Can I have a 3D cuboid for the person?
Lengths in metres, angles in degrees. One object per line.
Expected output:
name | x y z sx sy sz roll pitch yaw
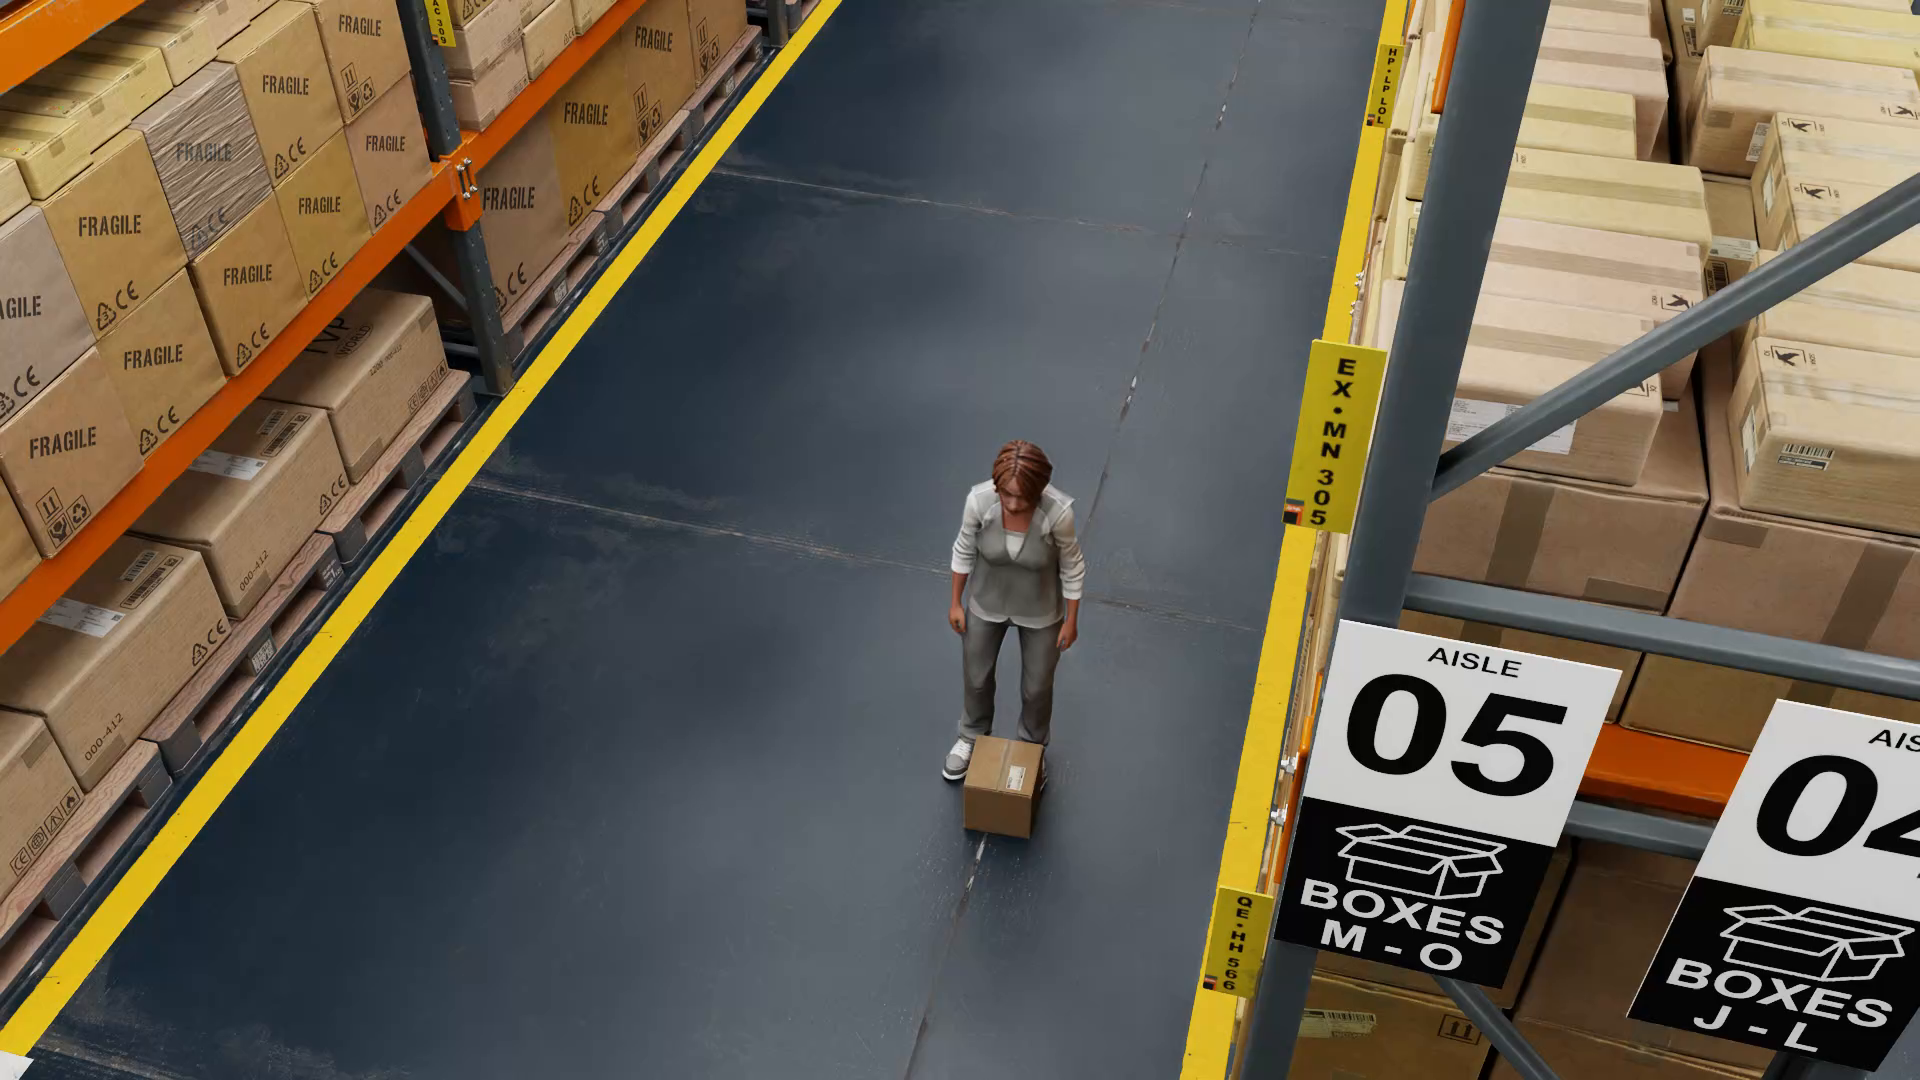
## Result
person | 0.191 0.257 5.878 0.476 1.592 0.349 9 42 10
